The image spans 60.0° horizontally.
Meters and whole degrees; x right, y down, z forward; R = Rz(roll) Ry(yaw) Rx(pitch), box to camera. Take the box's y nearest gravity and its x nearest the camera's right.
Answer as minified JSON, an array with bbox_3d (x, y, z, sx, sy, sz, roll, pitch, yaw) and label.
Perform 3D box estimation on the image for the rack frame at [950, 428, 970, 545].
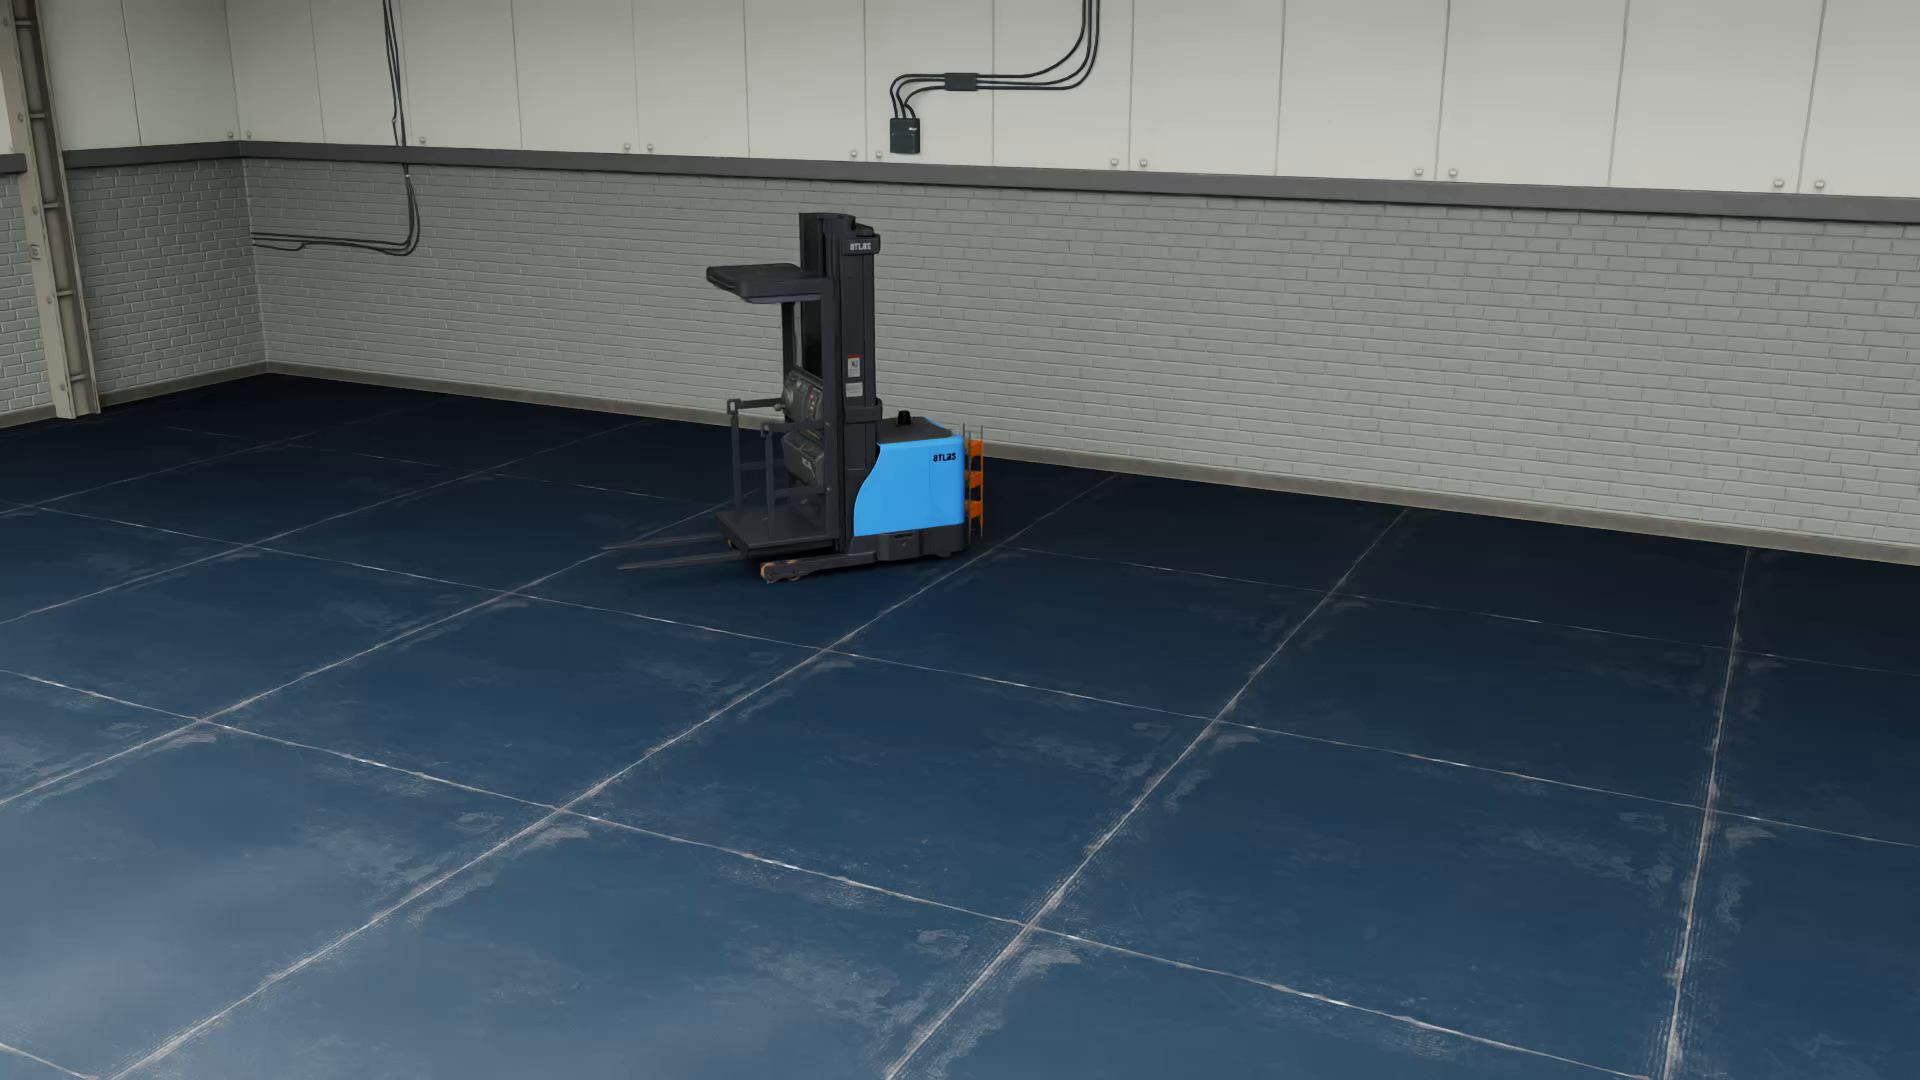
[{"bbox_3d":[0.001,-0.468,14.757,0.200,1.050,0.008,8,18,26],"label":"rack frame"}]

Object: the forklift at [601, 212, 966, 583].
[{"bbox_3d":[-1.511,-1.218,13.978,3.031,2.935,1.130,-7,18,-22],"label":"forklift"}]

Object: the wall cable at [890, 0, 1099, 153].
[{"bbox_3d":[0.308,-6.834,16.254,2.305,6.003,0.169,8,18,25],"label":"wall cable"}]

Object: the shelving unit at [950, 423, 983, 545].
[{"bbox_3d":[0.056,-0.499,14.861,0.215,1.050,0.252,8,18,26],"label":"shelving unit"}]

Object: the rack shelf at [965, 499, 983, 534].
[{"bbox_3d":[0.056,-0.222,14.943,0.215,0.259,0.240,8,18,26],"label":"rack shelf"}]

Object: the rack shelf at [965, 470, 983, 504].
[{"bbox_3d":[0.056,-0.489,14.864,0.215,0.259,0.240,8,18,26],"label":"rack shelf"}]

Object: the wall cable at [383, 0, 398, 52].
[{"bbox_3d":[-5.758,-7.003,19.382,3.097,2.526,0.112,8,18,25],"label":"wall cable"}]

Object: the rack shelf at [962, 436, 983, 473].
[{"bbox_3d":[0.056,-0.761,14.783,0.215,0.259,0.240,8,18,26],"label":"rack shelf"}]

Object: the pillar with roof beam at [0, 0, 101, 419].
[{"bbox_3d":[-6.826,-5.285,17.014,9.100,9.000,0.400,8,18,25],"label":"pillar with roof beam"}]

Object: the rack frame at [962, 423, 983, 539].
[{"bbox_3d":[0.112,-0.530,14.965,0.200,1.050,0.008,8,18,26],"label":"rack frame"}]

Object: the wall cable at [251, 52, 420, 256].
[{"bbox_3d":[-8.178,-4.927,21.260,3.097,2.526,0.112,8,18,25],"label":"wall cable"}]
